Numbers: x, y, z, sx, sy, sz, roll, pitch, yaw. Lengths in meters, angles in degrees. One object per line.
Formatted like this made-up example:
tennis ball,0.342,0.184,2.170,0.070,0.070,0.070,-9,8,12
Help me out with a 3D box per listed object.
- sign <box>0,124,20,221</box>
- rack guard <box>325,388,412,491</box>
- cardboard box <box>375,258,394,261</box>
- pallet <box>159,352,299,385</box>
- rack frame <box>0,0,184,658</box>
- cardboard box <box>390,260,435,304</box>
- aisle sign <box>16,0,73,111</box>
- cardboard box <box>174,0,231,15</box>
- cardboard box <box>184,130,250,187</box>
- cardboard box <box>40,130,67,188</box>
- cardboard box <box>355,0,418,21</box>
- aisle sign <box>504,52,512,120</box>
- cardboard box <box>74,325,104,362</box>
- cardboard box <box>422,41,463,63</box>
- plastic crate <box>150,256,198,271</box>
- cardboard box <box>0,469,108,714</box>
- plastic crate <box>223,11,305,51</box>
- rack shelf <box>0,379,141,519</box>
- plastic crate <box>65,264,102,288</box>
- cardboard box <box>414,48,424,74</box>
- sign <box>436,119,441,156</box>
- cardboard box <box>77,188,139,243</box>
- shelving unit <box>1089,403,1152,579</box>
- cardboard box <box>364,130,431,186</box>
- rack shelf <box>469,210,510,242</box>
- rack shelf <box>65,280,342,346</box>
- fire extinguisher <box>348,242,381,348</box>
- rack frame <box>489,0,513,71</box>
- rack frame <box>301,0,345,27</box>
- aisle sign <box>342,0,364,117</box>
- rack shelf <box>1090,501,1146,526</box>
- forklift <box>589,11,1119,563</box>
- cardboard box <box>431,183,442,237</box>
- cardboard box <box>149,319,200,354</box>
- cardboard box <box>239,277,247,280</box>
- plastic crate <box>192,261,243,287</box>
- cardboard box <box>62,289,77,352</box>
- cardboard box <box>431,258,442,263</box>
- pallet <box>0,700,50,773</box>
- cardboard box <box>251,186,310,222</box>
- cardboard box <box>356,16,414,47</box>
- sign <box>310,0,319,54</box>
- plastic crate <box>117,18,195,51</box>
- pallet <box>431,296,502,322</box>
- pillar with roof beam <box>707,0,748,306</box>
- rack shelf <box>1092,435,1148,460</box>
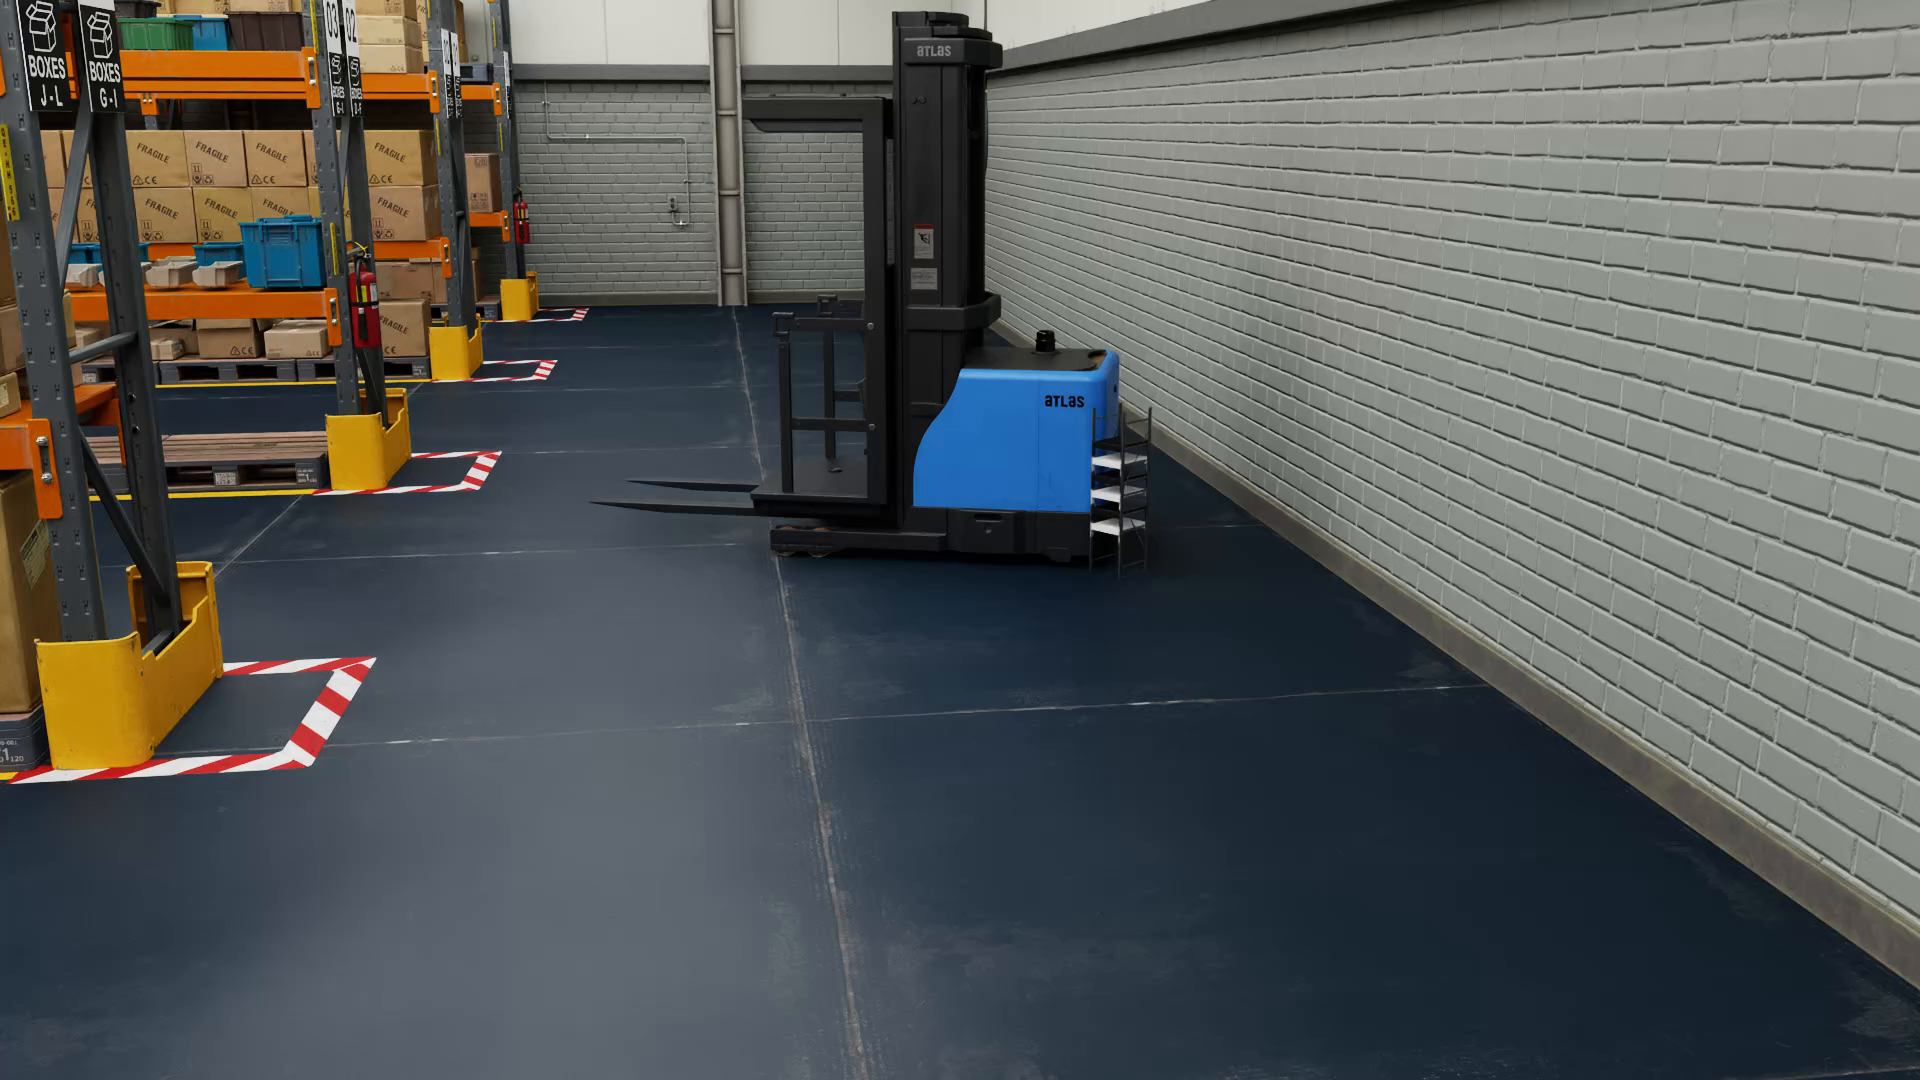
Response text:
sign,-3.307,-1.276,5.776,0.005,0.325,0.100,-2,14,-8
rack guard,-4.090,-0.713,11.538,0.348,0.500,1.175,-2,14,-8
cardboard box,-7.171,-3.577,20.760,0.250,0.149,0.380,-2,14,-8
pallet,-6.913,-1.685,16.009,1.213,0.211,1.003,-2,14,-8
rack frame,-3.374,-0.730,6.468,0.127,3.000,1.000,-2,14,-8
cardboard box,-6.760,-3.228,20.704,0.500,0.500,0.700,-2,14,-8
aisle sign,-3.258,-1.922,5.874,0.004,0.787,0.394,-2,14,-8
cardboard box,-6.846,-5.042,15.233,0.500,0.500,0.700,-2,14,-8
cardboard box,-6.765,-3.508,15.281,0.500,0.500,0.500,-2,14,-7
cardboard box,-8.294,-3.451,15.056,0.500,0.500,0.500,-2,14,-7
cardboard box,-5.352,-5.079,15.381,0.500,0.500,0.700,-2,14,-8
aisle sign,-5.472,-5.496,20.127,0.004,0.787,0.394,-2,14,-8
cardboard box,-8.354,-1.841,15.519,0.500,0.311,0.500,-2,14,-8
cardboard box,-6.273,-5.849,19.950,0.500,0.250,0.500,-2,14,-7
plastic crate,-5.406,-1.877,11.458,0.298,0.136,0.250,-2,14,-8
cardboard box,-3.995,0.139,6.506,0.875,0.875,0.875,-2,14,-8
plastic crate,-4.534,-3.366,11.081,0.590,0.269,0.497,-2,14,-8
rack shelf,-5.352,-0.309,6.266,4.000,0.370,1.077,-2,14,-8
plastic crate,-5.742,-1.712,10.799,0.250,0.136,0.298,-2,14,-8
cardboard box,-5.392,-4.538,15.793,0.500,0.250,0.500,-2,14,-8
sign,-4.783,-3.694,15.255,0.005,0.325,0.100,-2,14,-8
cardboard box,-7.751,-2.989,15.269,0.500,0.500,0.500,-2,14,-7
shelving unit,0.861,-0.267,8.938,0.210,0.900,0.258,14,19,43
cardboard box,-5.245,-3.565,15.508,0.500,0.500,0.500,-2,14,-9
rack shelf,-7.566,-3.883,20.519,4.000,0.370,1.077,-2,14,-8
rack shelf,-6.090,-1.500,11.017,4.000,0.370,1.077,-2,14,-8
fire extinguisher,-3.895,-1.600,10.859,0.183,0.674,0.296,-2,14,-8
rack frame,-5.588,-7.215,19.991,0.127,3.000,1.000,-2,14,-8
rack frame,-4.112,-4.832,10.489,0.127,3.000,1.000,-2,14,-8
aisle sign,-4.085,-3.257,11.197,0.004,0.787,0.394,-2,14,-8
rack shelf,0.861,-0.148,8.968,0.200,0.077,0.258,14,19,43
forklift,-0.619,-1.447,9.467,3.031,2.935,1.130,2,14,9
cardboard box,-5.324,-3.209,16.147,0.500,0.500,0.500,-2,14,-7
cardboard box,-7.539,-1.994,16.128,0.500,0.311,0.500,-2,14,-8
cardboard box,-8.789,-3.154,20.405,0.500,0.500,0.700,-2,14,-8
plastic crate,-4.891,-1.750,10.952,0.243,0.136,0.396,-2,14,-8
cardboard box,-3.889,-0.849,6.640,0.500,0.250,0.500,-2,14,-10
cardboard box,-6.365,-3.513,20.504,0.250,0.149,0.380,-2,14,-9
pallet,-4.153,0.670,6.616,1.213,0.211,1.003,-2,14,-8
cardboard box,-6.255,-3.044,15.487,0.500,0.500,0.500,-2,14,-8
cardboard box,-5.316,-4.658,15.244,0.500,0.250,0.500,-2,14,-8
sign,-4.014,-3.194,10.341,0.005,0.325,0.100,-2,14,-8
plastic crate,-5.045,-3.170,10.463,0.336,0.188,0.450,-2,14,-8
pallet,-6.367,-2.904,20.869,1.213,0.211,1.003,-2,14,-8
pillar with roof beam,-2.406,-6.485,17.082,0.400,9.000,9.100,-2,14,-8
rack shelf,0.861,-0.497,8.880,0.200,0.077,0.258,14,19,43
